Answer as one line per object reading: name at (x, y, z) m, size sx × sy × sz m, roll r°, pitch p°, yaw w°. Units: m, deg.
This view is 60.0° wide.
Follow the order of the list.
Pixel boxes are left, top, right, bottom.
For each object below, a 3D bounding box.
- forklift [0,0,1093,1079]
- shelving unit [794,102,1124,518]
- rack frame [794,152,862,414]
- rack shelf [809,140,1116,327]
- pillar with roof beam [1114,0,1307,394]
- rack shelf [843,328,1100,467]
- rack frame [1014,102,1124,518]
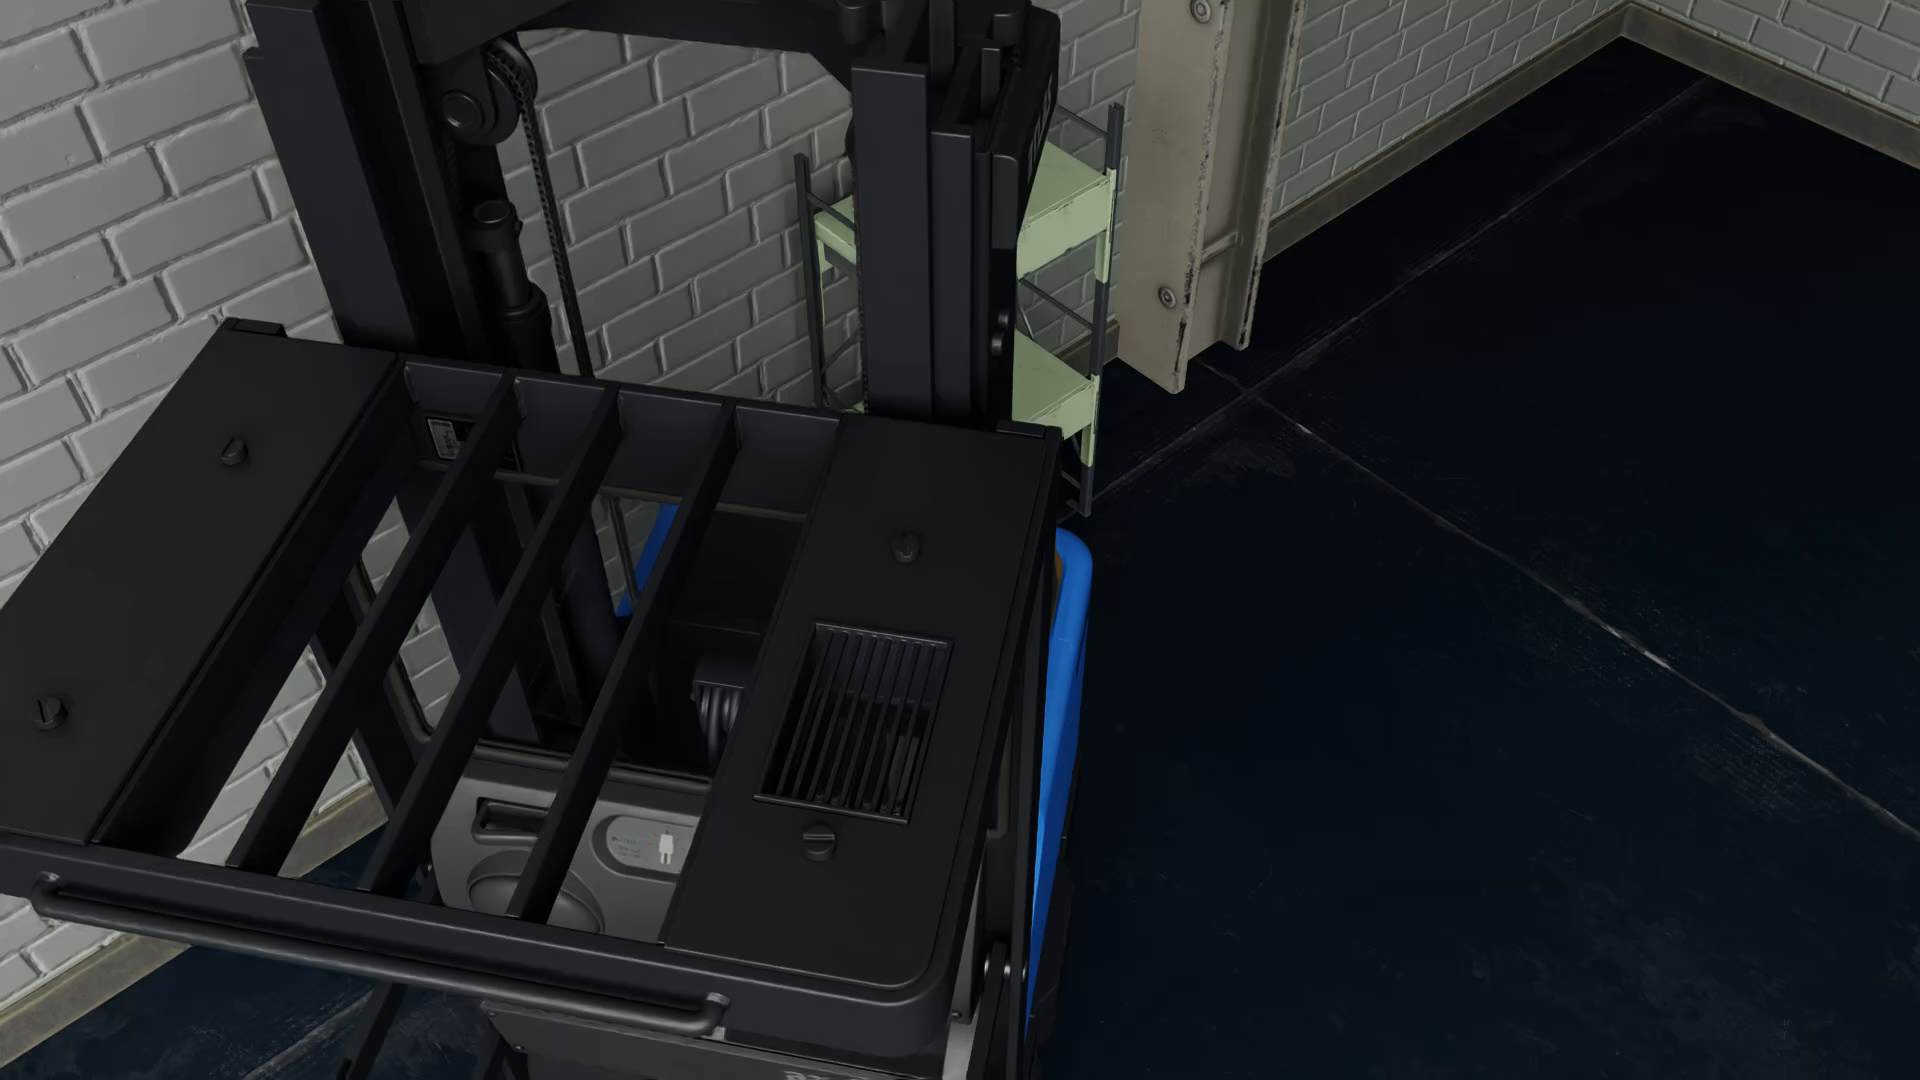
forklift at (-0.467, 0.707, 2.604) m, size 1.130 × 2.935 × 3.031 m, roll 8°, pitch 48°, yaw 7°
shelving unit at (0.005, -0.512, 4.702) m, size 0.755 × 1.500 × 0.431 m, roll -34°, pitch 56°, yaw -27°
rack frame at (-0.266, -0.331, 4.535) m, size 0.023 × 1.500 × 0.400 m, roll -34°, pitch 56°, yaw -27°
rack shelf at (0.005, -0.777, 4.415) m, size 0.720 × 0.370 × 0.431 m, roll -34°, pitch 56°, yaw -27°
pillar with roof beam at (3.674, -1.390, 0.410) m, size 0.400 × 9.000 × 9.100 m, roll -34°, pitch 56°, yaw -27°
rack shelf at (0.005, -0.291, 4.941) m, size 0.720 × 0.370 × 0.431 m, roll -34°, pitch 56°, yaw -27°
rack frame at (0.276, -0.693, 4.869) m, size 0.023 × 1.500 × 0.400 m, roll -34°, pitch 56°, yaw -27°
